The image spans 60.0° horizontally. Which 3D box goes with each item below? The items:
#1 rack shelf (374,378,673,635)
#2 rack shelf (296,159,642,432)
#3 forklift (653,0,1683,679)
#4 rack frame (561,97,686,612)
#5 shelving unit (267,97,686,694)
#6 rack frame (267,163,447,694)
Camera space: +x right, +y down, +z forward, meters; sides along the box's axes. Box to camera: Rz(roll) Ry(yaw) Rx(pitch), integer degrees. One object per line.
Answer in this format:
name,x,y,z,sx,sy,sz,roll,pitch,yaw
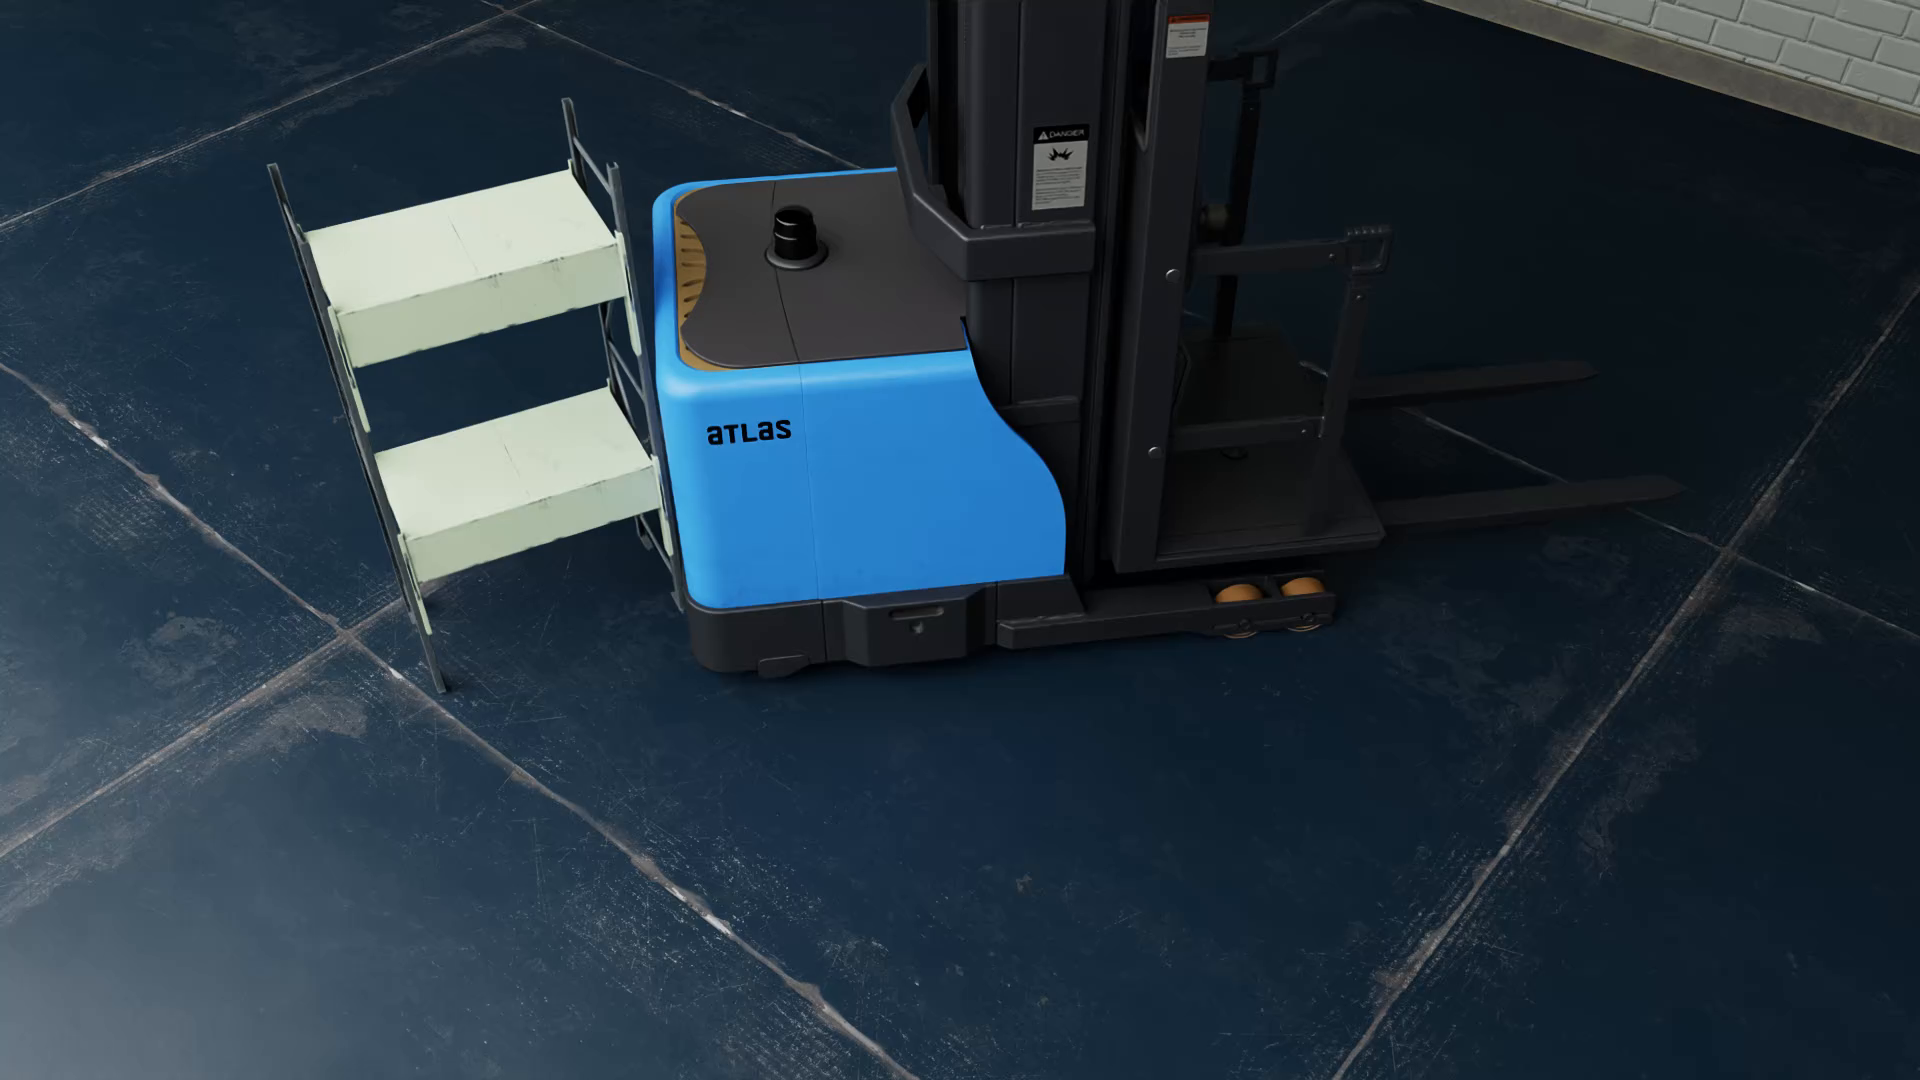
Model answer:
rack shelf,-1.248,-0.106,4.737,0.720,0.370,0.431,-19,46,-20
rack shelf,-1.248,-0.636,4.255,0.720,0.370,0.431,-19,46,-20
forklift,0.667,-1.141,4.326,3.031,2.935,1.130,-6,43,-6
rack frame,-0.922,-0.460,4.641,0.023,1.500,0.400,-19,46,-20
shelving unit,-1.248,-0.347,4.517,0.755,1.500,0.431,-19,46,-20
rack frame,-1.574,-0.235,4.394,0.023,1.500,0.400,-19,46,-20
